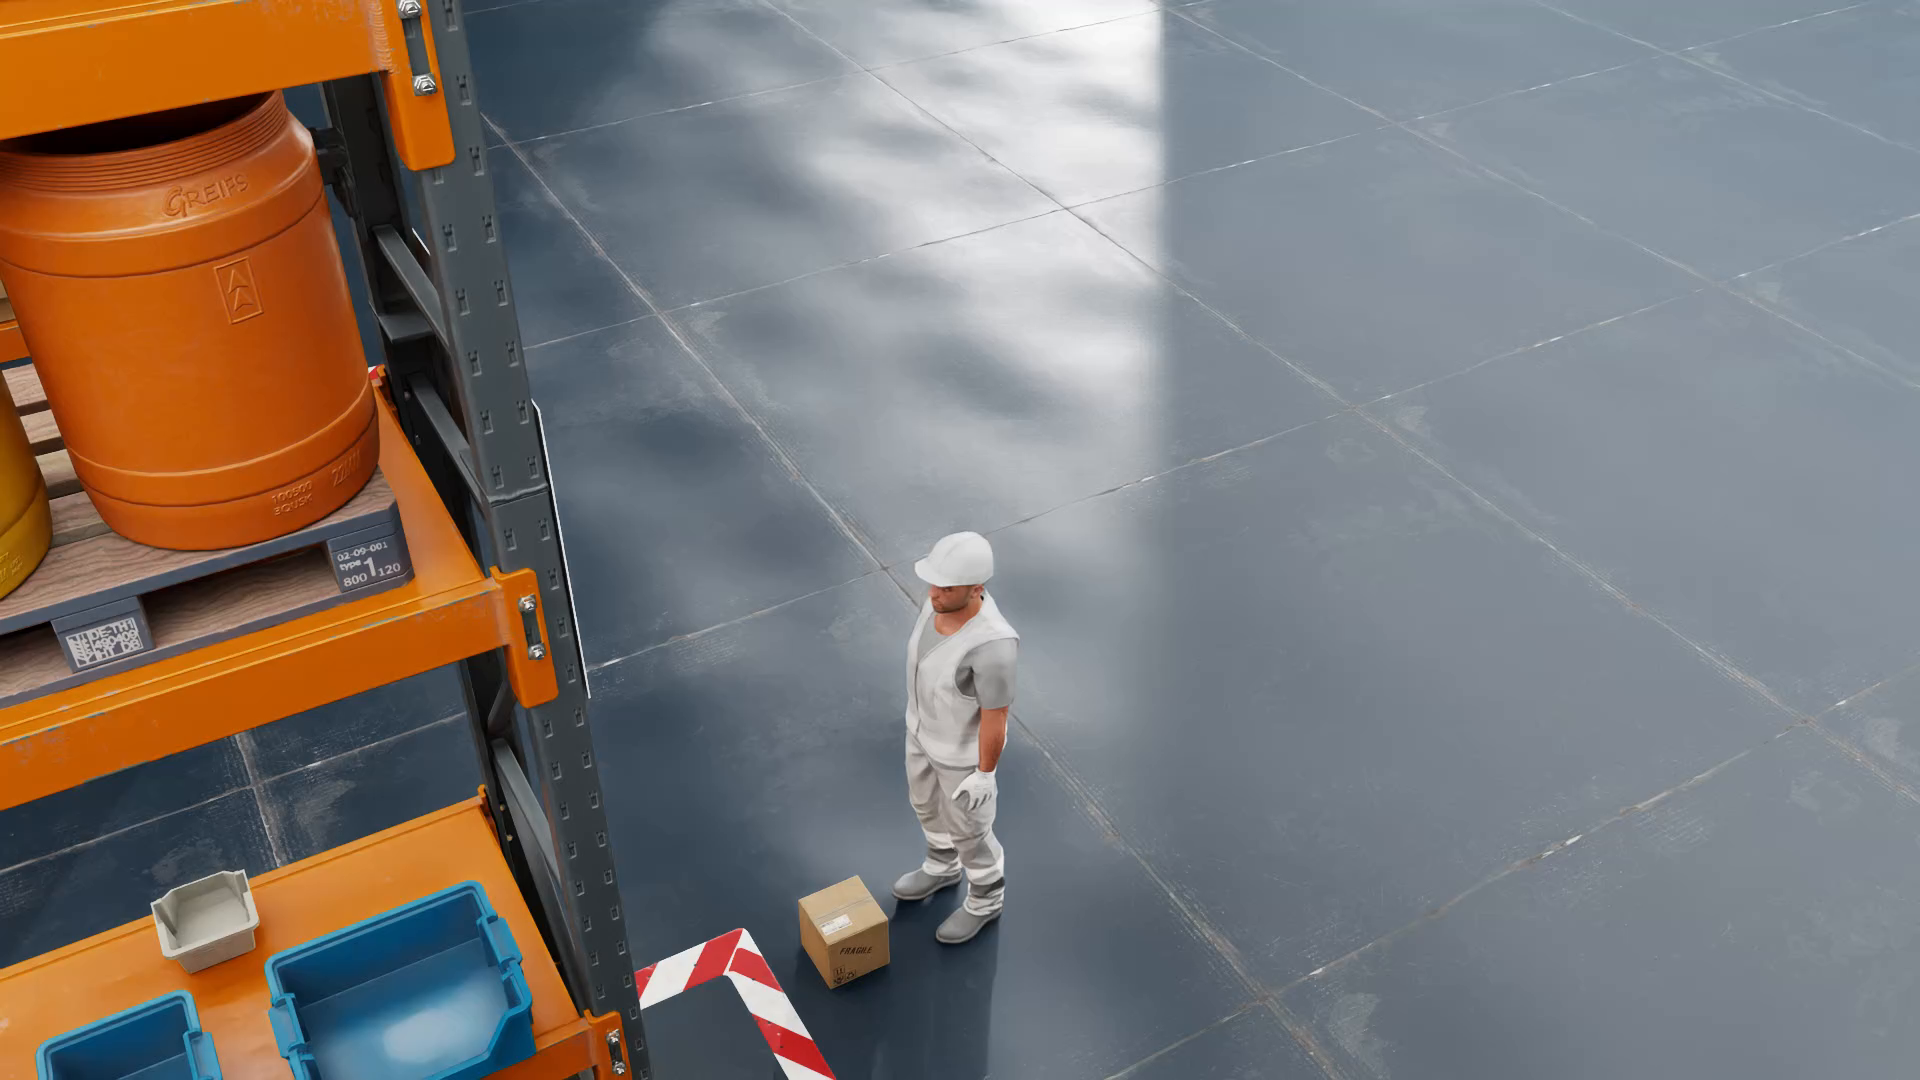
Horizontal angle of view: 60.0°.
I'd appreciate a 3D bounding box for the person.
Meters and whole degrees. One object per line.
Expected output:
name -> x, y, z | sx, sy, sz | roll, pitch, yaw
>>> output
person -> -0.032, 0.716, 5.941 | 0.367, 1.788, 0.524 | -18, 40, -23
